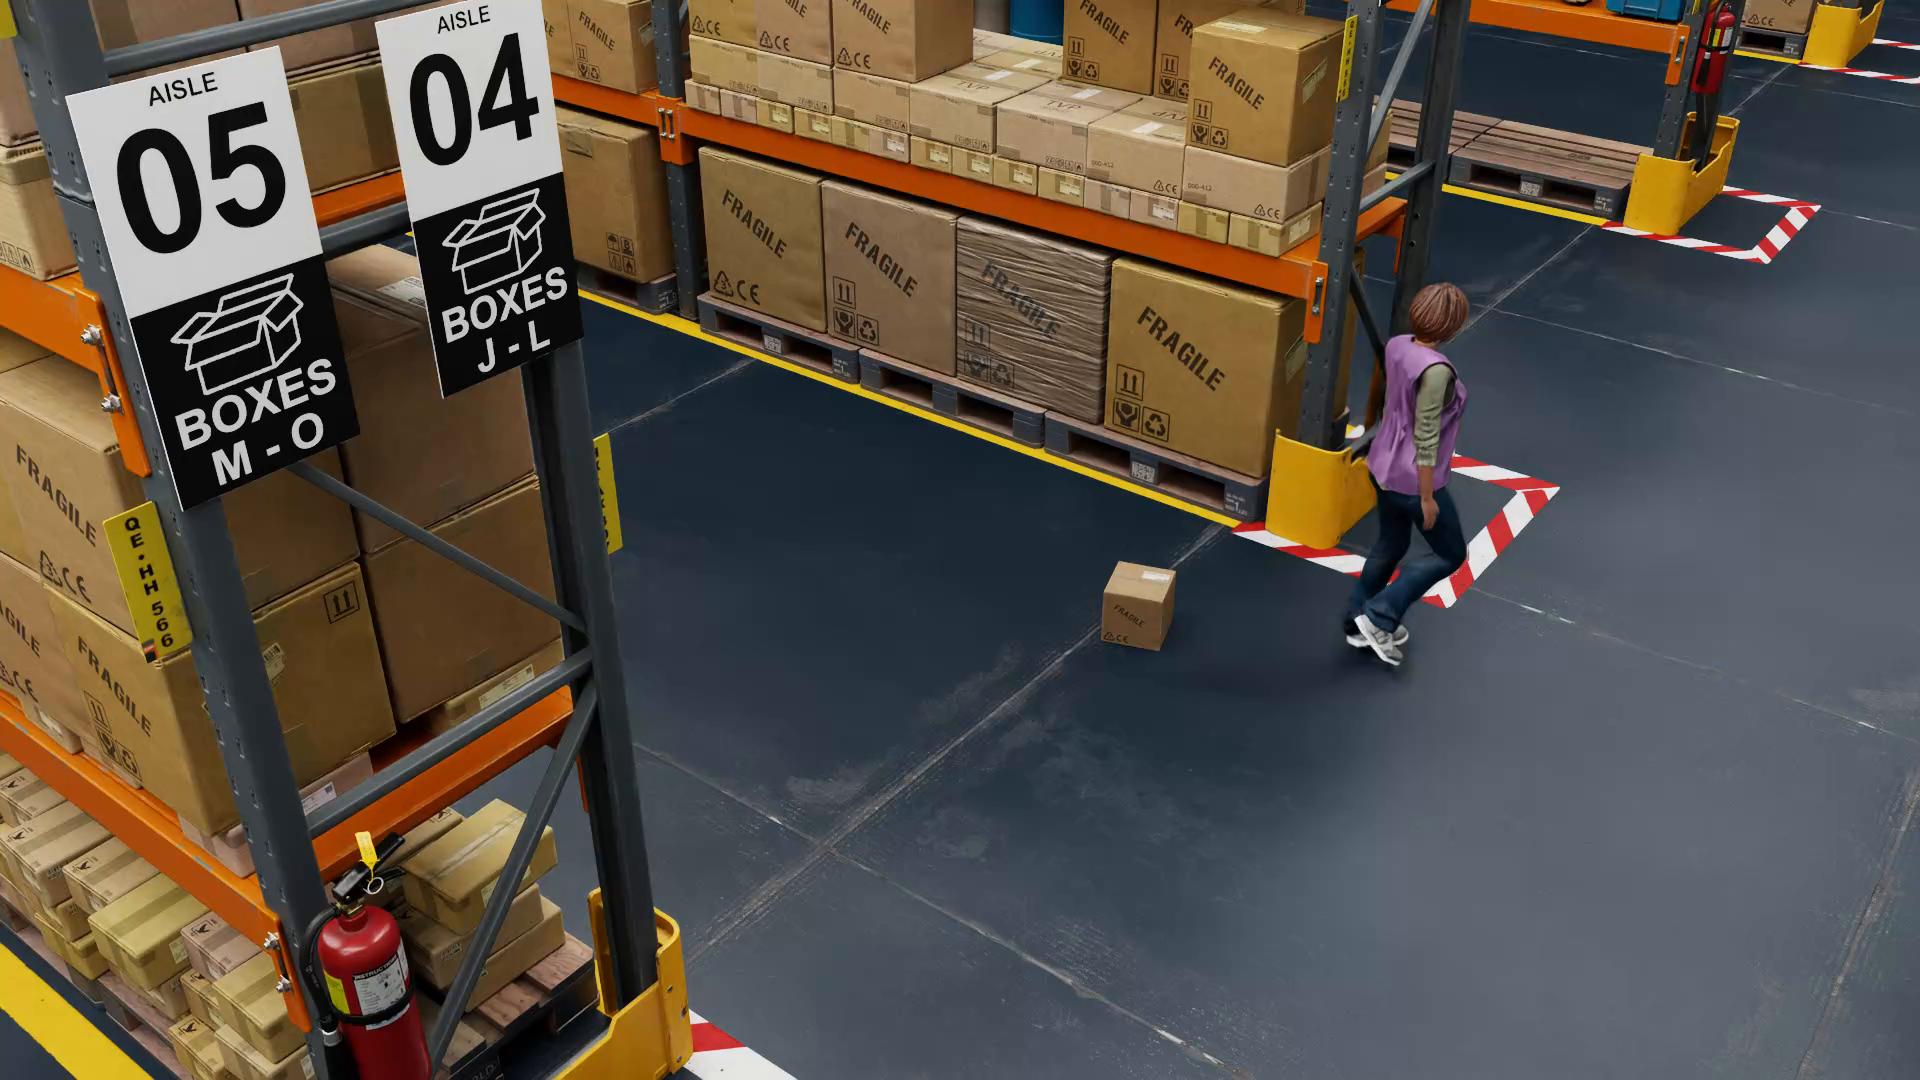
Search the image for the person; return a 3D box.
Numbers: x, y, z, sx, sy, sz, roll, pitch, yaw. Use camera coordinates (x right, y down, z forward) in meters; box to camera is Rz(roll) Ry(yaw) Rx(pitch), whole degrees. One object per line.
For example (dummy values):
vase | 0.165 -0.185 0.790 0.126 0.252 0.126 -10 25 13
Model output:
person | 1.775 -0.242 6.487 0.395 1.591 0.464 -5 32 -9
